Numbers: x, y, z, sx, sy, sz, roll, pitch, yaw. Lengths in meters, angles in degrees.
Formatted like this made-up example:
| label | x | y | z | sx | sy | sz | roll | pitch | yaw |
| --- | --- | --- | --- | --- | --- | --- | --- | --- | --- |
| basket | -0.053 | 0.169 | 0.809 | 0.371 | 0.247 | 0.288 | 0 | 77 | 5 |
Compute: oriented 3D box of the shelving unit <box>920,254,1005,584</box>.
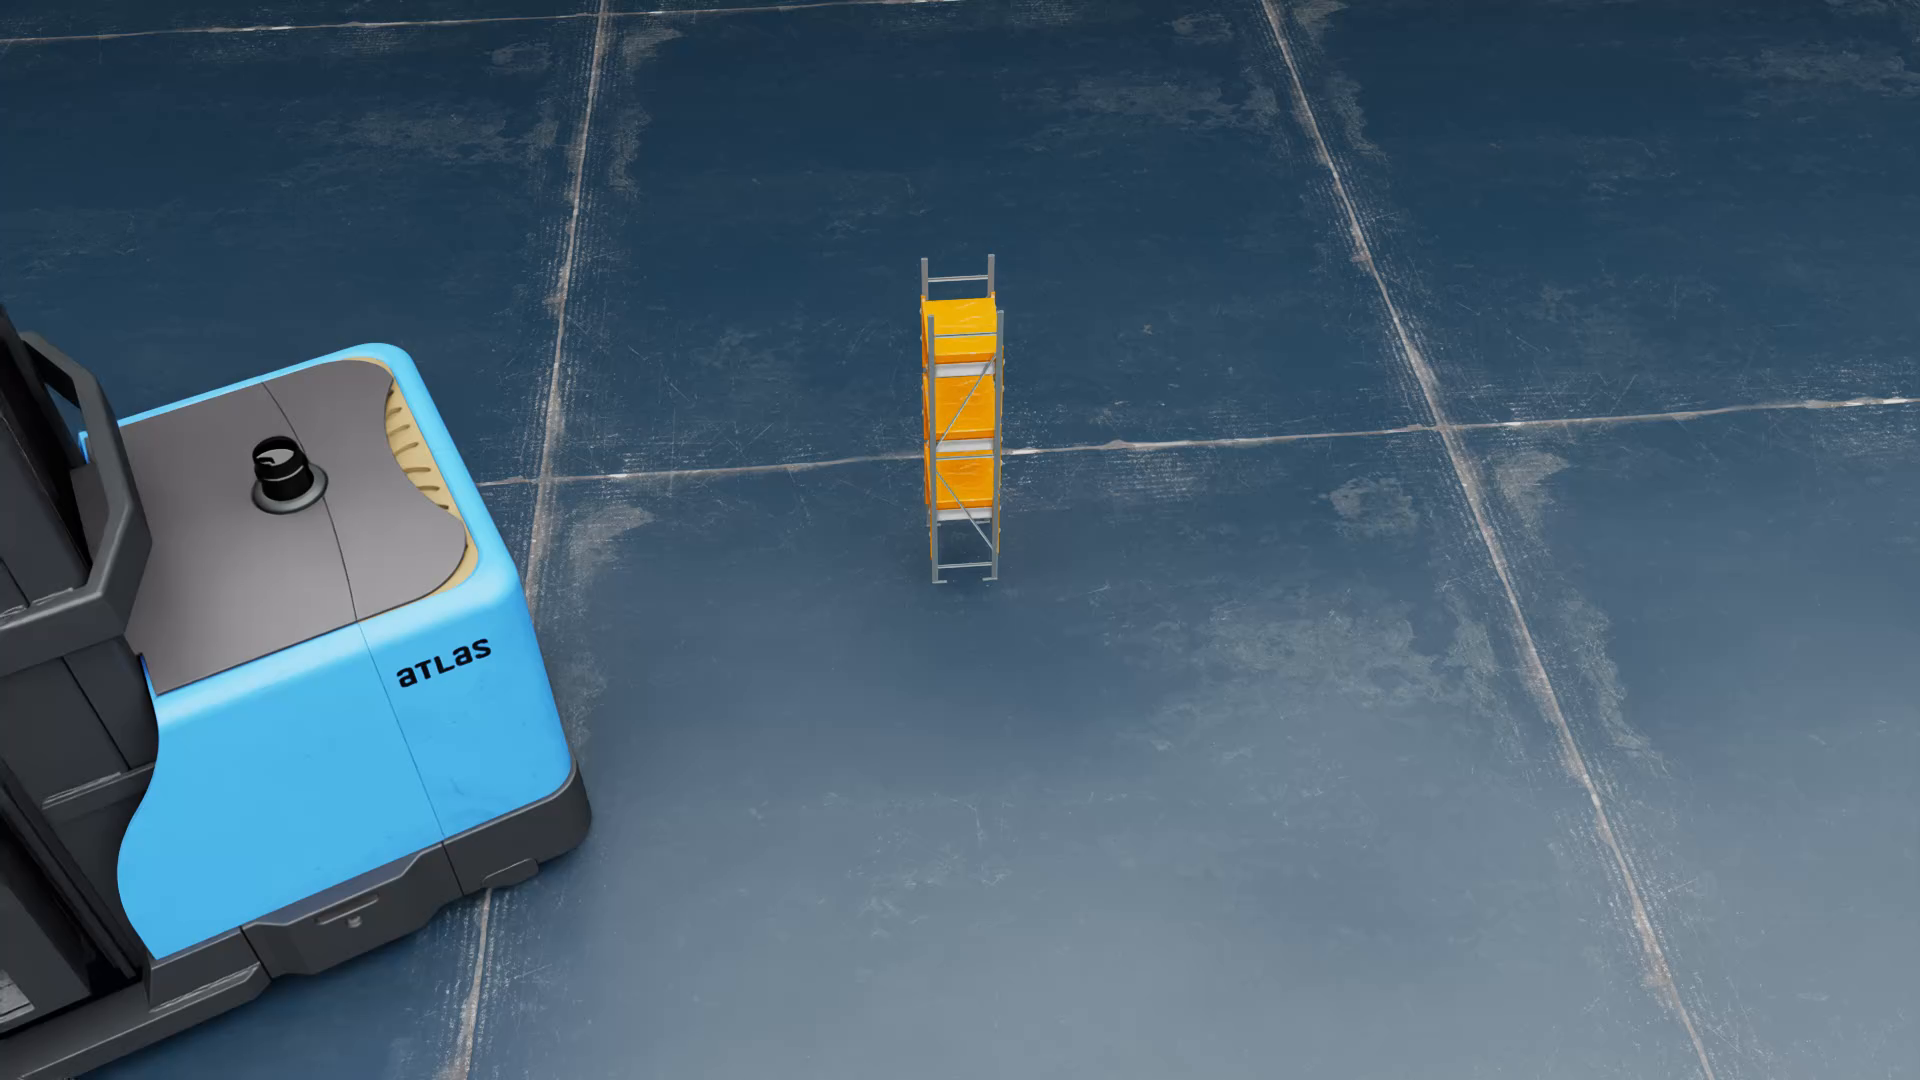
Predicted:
| label | x | y | z | sx | sy | sz | roll | pitch | yaw |
| --- | --- | --- | --- | --- | --- | --- | --- | --- | --- |
| shelving unit | 0.004 | -0.322 | 4.832 | 0.215 | 1.050 | 0.252 | -3 | 47 | -3 |

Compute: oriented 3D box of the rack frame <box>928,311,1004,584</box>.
| label | x | y | z | sx | sy | sz | roll | pitch | yaw |
| --- | --- | --- | --- | --- | --- | --- | --- | --- | --- |
| rack frame | 0.015 | -0.234 | 4.749 | 0.200 | 1.050 | 0.008 | -3 | 47 | -3 |

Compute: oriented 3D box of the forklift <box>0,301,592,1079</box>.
| label | x | y | z | sx | sy | sz | roll | pitch | yaw |
| --- | --- | --- | --- | --- | --- | --- | --- | --- | --- |
| forklift | -2.525 | 0.024 | 3.209 | 3.031 | 2.935 | 1.130 | -22 | 50 | -19 |

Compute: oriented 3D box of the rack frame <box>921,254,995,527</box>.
| label | x | y | z | sx | sy | sz | roll | pitch | yaw |
| --- | --- | --- | --- | --- | --- | --- | --- | --- | --- |
| rack frame | -0.006 | -0.411 | 4.916 | 0.200 | 1.050 | 0.008 | -3 | 47 | -3 |

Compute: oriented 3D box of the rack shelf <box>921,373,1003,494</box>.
| label | x | y | z | sx | sy | sz | roll | pitch | yaw |
| --- | --- | --- | --- | --- | --- | --- | --- | --- | --- |
| rack shelf | 0.004 | -0.315 | 4.840 | 0.215 | 0.259 | 0.240 | -3 | 47 | -3 |

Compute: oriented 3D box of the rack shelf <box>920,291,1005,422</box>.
| label | x | y | z | sx | sy | sz | roll | pitch | yaw |
| --- | --- | --- | --- | --- | --- | --- | --- | --- | --- |
| rack shelf | 0.004 | -0.510 | 4.634 | 0.215 | 0.259 | 0.240 | -3 | 47 | -3 |

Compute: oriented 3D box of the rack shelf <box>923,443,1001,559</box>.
| label | x | y | z | sx | sy | sz | roll | pitch | yaw |
| --- | --- | --- | --- | --- | --- | --- | --- | --- | --- |
| rack shelf | 0.004 | -0.124 | 5.042 | 0.215 | 0.259 | 0.240 | -3 | 47 | -3 |
